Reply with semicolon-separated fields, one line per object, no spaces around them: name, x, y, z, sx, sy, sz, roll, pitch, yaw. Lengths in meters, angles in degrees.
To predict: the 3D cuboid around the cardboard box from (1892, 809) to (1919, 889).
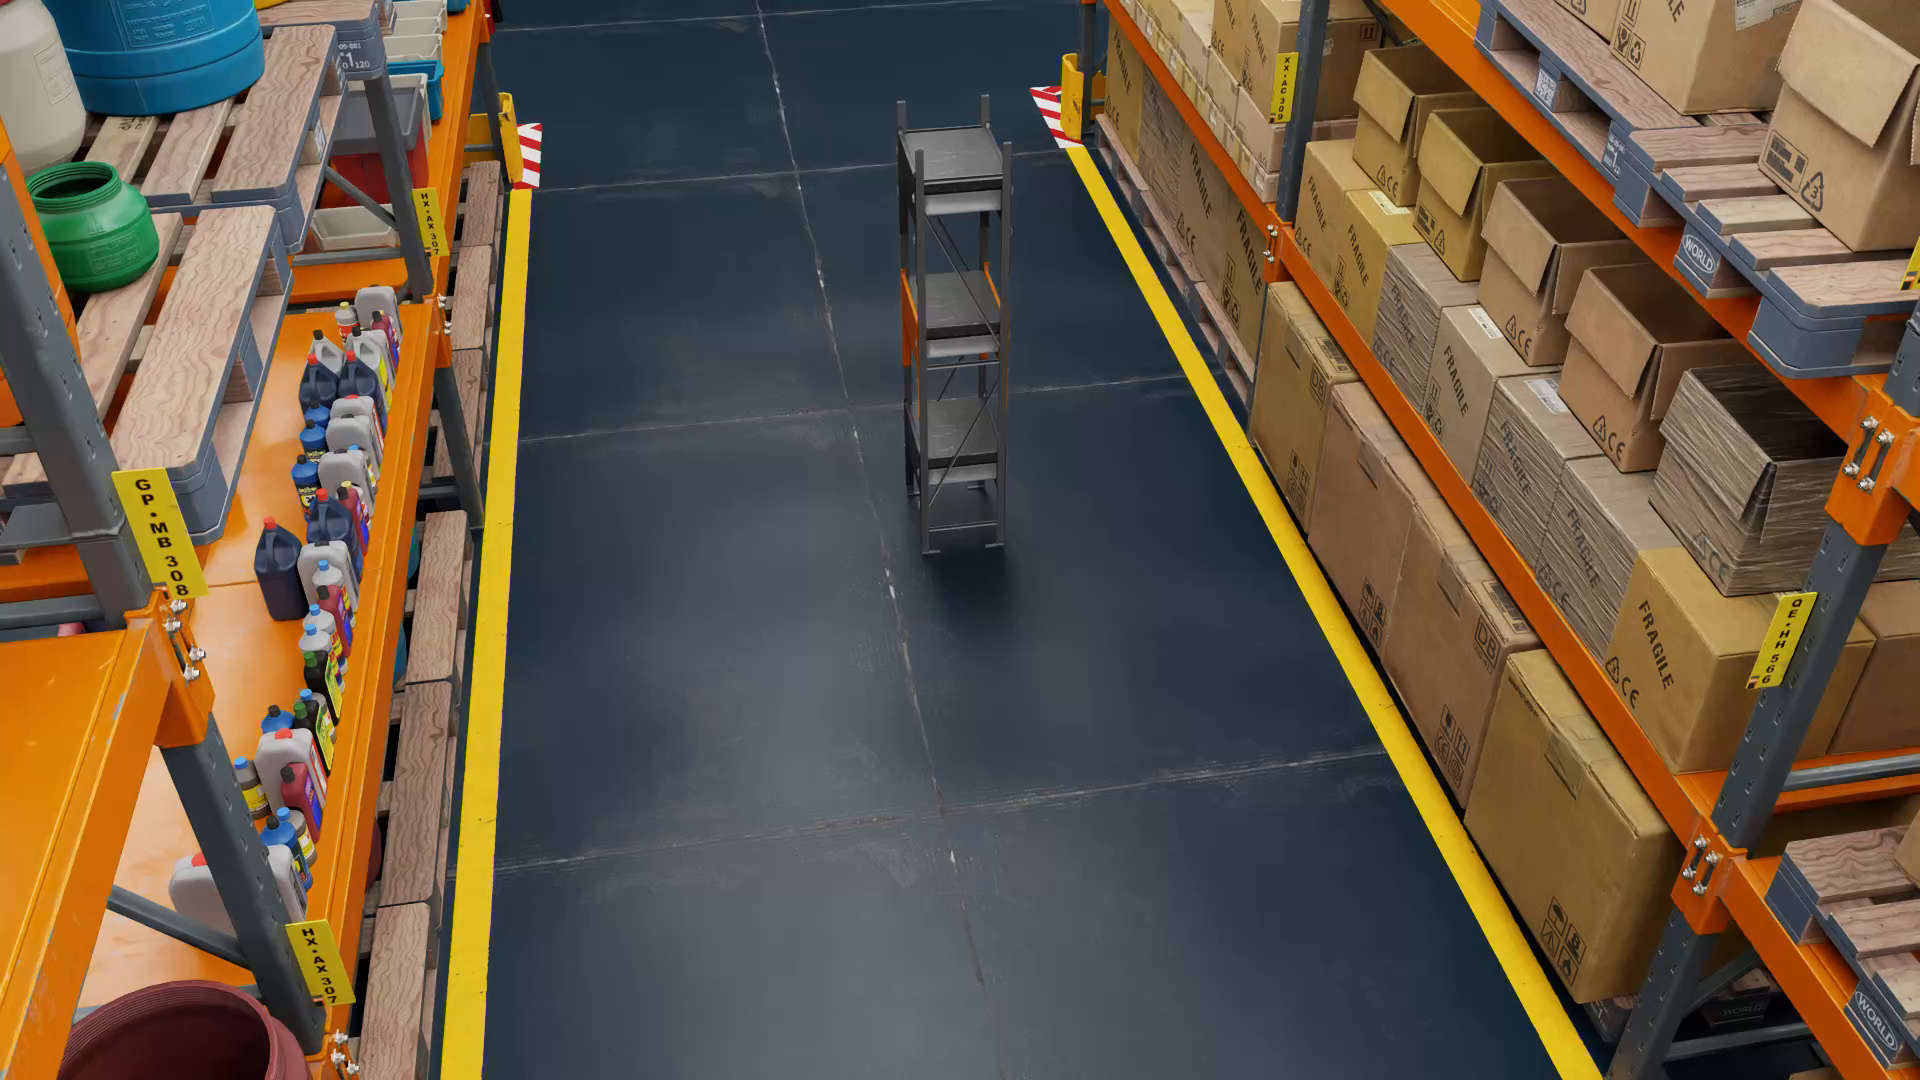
cardboard box;2.859;0.782;4.274;0.500;0.500;0.500;-11;39;-14

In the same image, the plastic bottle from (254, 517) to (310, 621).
plastic bottle;-2.302;0.085;5.636;0.144;0.351;0.185;-6;38;-8

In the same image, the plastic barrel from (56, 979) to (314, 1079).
plastic barrel;-1.772;1.392;3.802;0.600;0.536;0.708;-6;38;-8

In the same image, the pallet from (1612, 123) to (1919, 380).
pallet;2.560;-0.827;4.479;1.213;0.211;1.003;-5;38;-6

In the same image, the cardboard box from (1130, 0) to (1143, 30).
cardboard box;1.242;-3.197;10.025;0.380;0.149;0.250;-7;38;-9

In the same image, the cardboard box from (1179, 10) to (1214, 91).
cardboard box;1.505;-2.668;9.018;0.500;0.250;0.500;-5;38;-7

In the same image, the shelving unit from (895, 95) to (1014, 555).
shelving unit;-0.029;-0.929;7.634;0.431;2.100;0.503;-6;38;-8

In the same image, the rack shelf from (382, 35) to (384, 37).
rack shelf;-3.203;-3.326;8.128;1.077;0.370;4.000;-6;38;-8

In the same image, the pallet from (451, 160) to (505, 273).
pallet;-3.447;-2.030;10.591;1.003;0.211;1.213;-6;38;-8

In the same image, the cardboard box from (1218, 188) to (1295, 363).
cardboard box;1.987;-1.484;9.005;0.875;0.875;0.875;-6;38;-8

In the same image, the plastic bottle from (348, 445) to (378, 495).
plastic bottle;-2.242;-0.262;6.204;0.097;0.201;0.097;0;38;0

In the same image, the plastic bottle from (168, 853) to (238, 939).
plastic bottle;-2.059;0.968;4.561;0.152;0.276;0.135;-6;38;-8

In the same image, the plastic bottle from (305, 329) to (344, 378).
plastic bottle;-2.511;-0.663;6.598;0.144;0.351;0.185;-6;38;-8

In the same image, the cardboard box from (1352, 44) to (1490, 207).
cardboard box;2.144;-1.801;7.124;0.797;0.503;0.637;-7;38;-9

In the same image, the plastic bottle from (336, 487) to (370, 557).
plastic bottle;-2.163;-0.087;5.912;0.061;0.283;0.133;-6;38;-8

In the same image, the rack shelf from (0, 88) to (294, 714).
rack shelf;-2.502;-0.910;5.018;1.077;0.370;4.000;-6;38;-8

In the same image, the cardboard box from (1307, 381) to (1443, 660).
cardboard box;2.313;-0.153;7.292;1.225;0.875;0.875;-7;38;-10

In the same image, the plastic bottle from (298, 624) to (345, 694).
plastic bottle;-2.047;0.381;5.320;0.097;0.271;0.097;0;38;0

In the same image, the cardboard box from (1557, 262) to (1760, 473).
cardboard box;2.501;-0.607;5.587;0.797;0.503;0.637;-5;38;-7

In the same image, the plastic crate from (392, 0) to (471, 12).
plastic crate;-3.311;-3.489;10.118;0.616;0.435;0.499;-6;38;-8

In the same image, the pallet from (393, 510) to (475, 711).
pallet;-2.758;0.354;7.522;1.003;0.211;1.213;-6;38;-8

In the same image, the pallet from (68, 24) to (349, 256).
pallet;-2.417;-1.180;4.933;1.003;0.211;1.213;-6;38;-8

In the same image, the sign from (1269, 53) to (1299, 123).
sign;1.478;-2.063;7.590;0.100;0.325;0.005;-6;38;-8

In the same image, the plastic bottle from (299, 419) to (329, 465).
plastic bottle;-2.409;-0.332;6.238;0.097;0.271;0.097;0;38;0

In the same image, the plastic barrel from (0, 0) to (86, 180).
plastic barrel;-2.610;-1.260;4.429;0.433;0.535;0.433;0;38;0

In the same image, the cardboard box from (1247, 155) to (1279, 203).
cardboard box;1.648;-1.800;8.227;0.380;0.149;0.250;-6;38;-8

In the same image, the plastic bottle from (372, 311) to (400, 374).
plastic bottle;-2.380;-0.833;6.873;0.061;0.283;0.133;-6;38;-8

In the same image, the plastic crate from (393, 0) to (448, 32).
plastic crate;-3.233;-3.080;9.836;0.396;0.136;0.243;-6;38;-8

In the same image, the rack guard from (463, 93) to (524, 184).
rack guard;-3.571;-2.660;11.166;1.175;0.500;0.348;-6;38;-8

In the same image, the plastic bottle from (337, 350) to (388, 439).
plastic bottle;-2.337;-0.567;6.474;0.144;0.351;0.185;-6;38;-8

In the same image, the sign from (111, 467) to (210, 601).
sign;-1.611;-0.008;3.356;0.100;0.325;0.005;-6;38;-8

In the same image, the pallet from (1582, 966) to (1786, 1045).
pallet;2.661;1.283;6.327;1.003;0.211;1.213;-6;38;-8

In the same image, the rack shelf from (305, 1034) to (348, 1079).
rack shelf;-1.801;2.690;2.828;1.077;0.370;4.000;-6;38;-8

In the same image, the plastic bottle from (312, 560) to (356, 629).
plastic bottle;-2.105;0.183;5.575;0.097;0.271;0.097;0;38;0

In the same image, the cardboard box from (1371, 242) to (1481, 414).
cardboard box;2.035;-0.879;6.755;0.500;0.500;0.500;-7;38;-9

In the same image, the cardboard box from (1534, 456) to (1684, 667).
cardboard box;2.313;0.053;5.555;0.500;0.500;0.500;-7;38;-8

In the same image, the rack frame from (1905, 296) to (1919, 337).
rack frame;2.725;-1.703;3.008;1.000;3.000;0.127;-6;38;-8

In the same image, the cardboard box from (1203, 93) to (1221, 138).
cardboard box;1.513;-2.266;8.826;0.380;0.149;0.250;-6;38;-7

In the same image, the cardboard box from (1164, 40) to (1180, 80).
cardboard box;1.379;-2.730;9.424;0.380;0.149;0.250;-6;38;-7

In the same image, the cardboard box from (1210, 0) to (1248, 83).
cardboard box;1.596;-2.657;8.393;0.500;0.500;0.500;-6;38;-7

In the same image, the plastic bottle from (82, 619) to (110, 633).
plastic bottle;-2.829;0.228;5.451;0.144;0.351;0.185;-6;38;-8

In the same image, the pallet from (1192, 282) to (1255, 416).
pallet;1.967;-1.117;9.415;1.003;0.211;1.213;-6;38;-8

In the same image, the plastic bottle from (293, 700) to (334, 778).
plastic bottle;-1.969;0.583;5.050;0.061;0.283;0.133;-6;38;-8

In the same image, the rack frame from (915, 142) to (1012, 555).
rack frame;0.014;-0.782;7.445;0.400;2.100;0.015;-6;38;-8

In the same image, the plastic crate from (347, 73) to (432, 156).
plastic crate;-2.939;-2.137;8.503;0.437;0.282;0.530;-6;38;-8

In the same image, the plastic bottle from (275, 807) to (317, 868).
plastic bottle;-1.919;0.849;4.774;0.097;0.201;0.097;0;38;0

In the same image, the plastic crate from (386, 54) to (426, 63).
plastic crate;-3.053;-2.561;9.168;0.298;0.136;0.250;-6;38;-8

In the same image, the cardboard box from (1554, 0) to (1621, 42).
cardboard box;2.346;-1.957;5.353;0.797;0.503;0.637;-7;38;-9

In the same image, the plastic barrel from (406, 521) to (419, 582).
plastic barrel;-2.774;-0.224;7.362;0.600;0.901;0.708;-6;38;-8

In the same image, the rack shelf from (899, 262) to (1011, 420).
rack shelf;-0.029;-0.918;7.643;0.431;0.518;0.480;-6;38;-8

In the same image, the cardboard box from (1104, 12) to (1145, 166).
cardboard box;1.513;-3.115;11.104;0.875;0.875;0.875;-6;38;-8

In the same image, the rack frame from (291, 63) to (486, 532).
rack frame;-2.852;-1.218;7.272;1.000;3.000;0.127;-6;38;-8

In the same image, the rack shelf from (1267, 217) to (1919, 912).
rack shelf;2.374;-0.258;6.624;1.077;0.370;4.000;-6;38;-8
